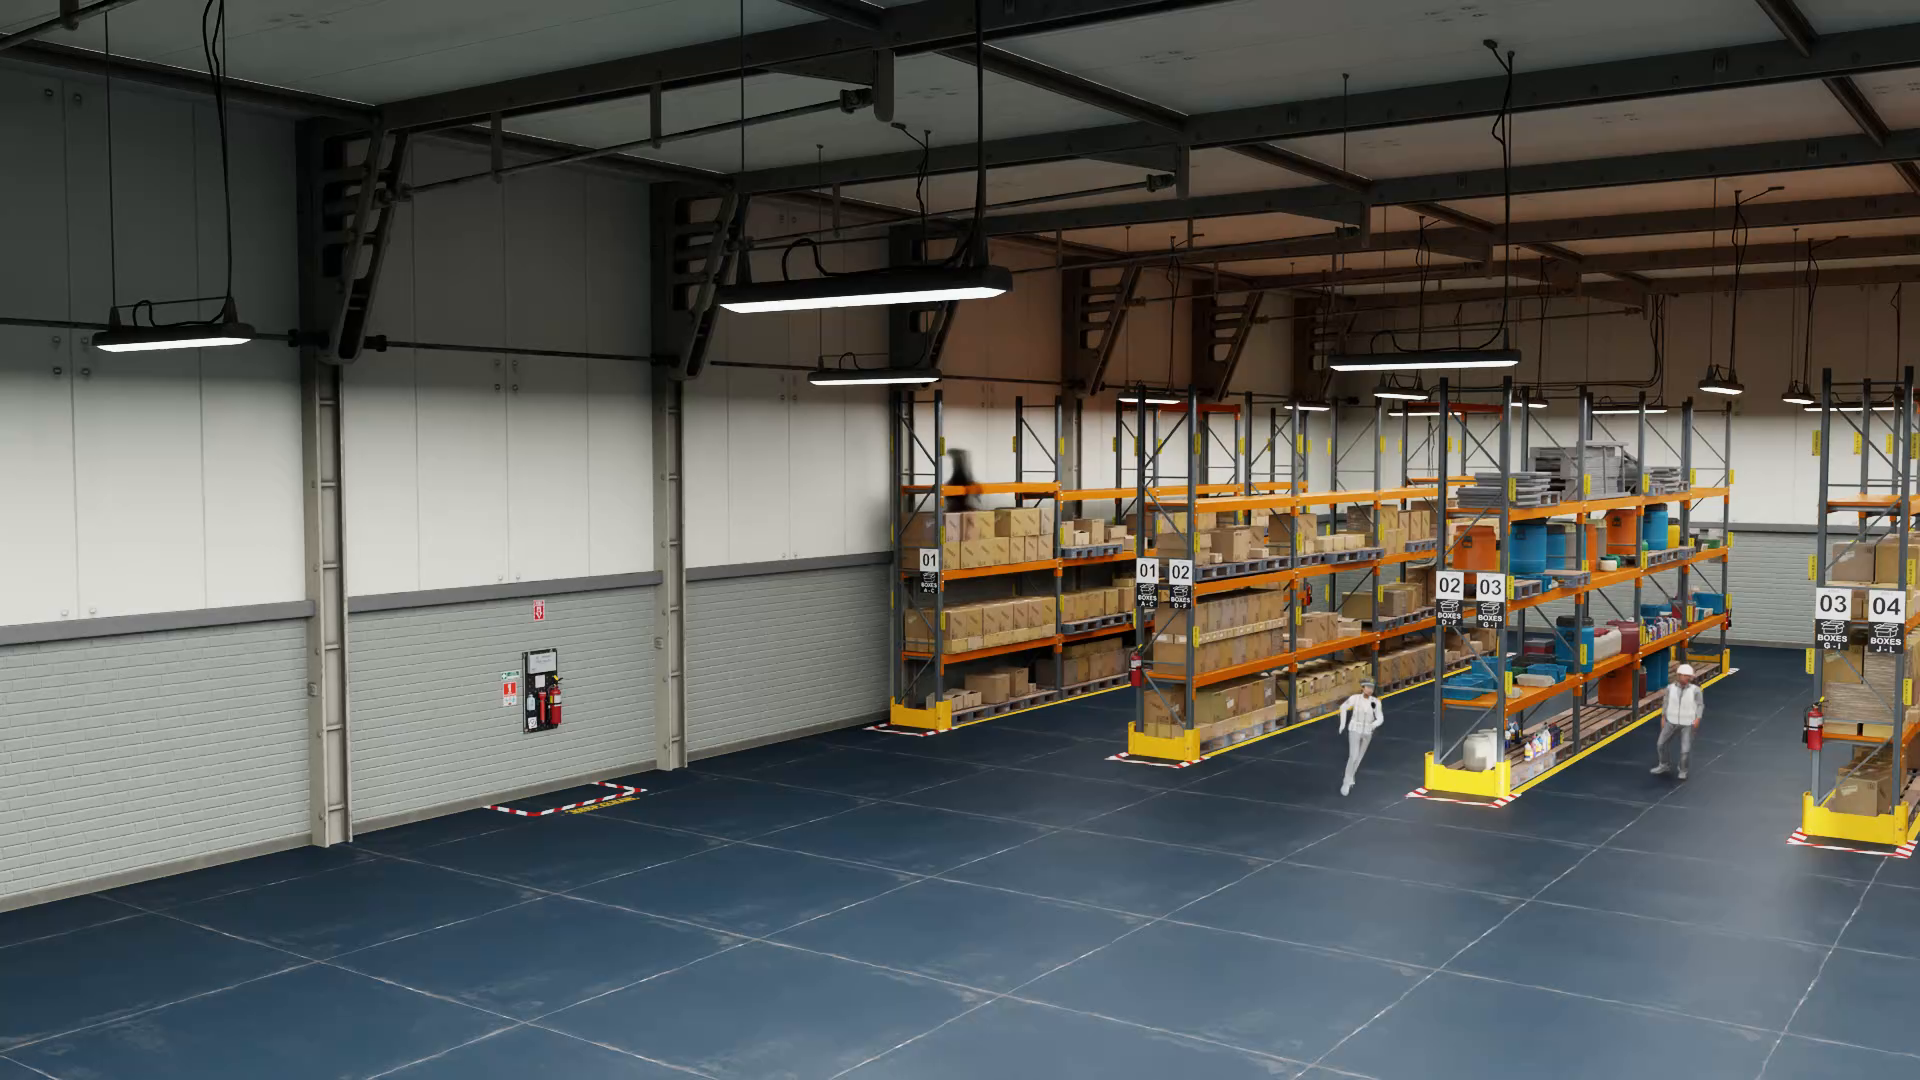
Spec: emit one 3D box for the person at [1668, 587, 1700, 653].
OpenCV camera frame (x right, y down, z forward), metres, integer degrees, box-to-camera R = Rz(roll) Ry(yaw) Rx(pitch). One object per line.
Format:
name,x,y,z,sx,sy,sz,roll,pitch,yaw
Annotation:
person,17.623,1.930,40.710,0.702,1.626,1.104,-2,4,-27

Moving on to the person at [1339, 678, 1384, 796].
person,5.772,2.806,24.051,0.661,1.662,0.798,0,3,-1

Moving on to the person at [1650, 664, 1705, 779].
person,10.746,2.723,24.940,0.780,1.742,0.568,2,4,37
